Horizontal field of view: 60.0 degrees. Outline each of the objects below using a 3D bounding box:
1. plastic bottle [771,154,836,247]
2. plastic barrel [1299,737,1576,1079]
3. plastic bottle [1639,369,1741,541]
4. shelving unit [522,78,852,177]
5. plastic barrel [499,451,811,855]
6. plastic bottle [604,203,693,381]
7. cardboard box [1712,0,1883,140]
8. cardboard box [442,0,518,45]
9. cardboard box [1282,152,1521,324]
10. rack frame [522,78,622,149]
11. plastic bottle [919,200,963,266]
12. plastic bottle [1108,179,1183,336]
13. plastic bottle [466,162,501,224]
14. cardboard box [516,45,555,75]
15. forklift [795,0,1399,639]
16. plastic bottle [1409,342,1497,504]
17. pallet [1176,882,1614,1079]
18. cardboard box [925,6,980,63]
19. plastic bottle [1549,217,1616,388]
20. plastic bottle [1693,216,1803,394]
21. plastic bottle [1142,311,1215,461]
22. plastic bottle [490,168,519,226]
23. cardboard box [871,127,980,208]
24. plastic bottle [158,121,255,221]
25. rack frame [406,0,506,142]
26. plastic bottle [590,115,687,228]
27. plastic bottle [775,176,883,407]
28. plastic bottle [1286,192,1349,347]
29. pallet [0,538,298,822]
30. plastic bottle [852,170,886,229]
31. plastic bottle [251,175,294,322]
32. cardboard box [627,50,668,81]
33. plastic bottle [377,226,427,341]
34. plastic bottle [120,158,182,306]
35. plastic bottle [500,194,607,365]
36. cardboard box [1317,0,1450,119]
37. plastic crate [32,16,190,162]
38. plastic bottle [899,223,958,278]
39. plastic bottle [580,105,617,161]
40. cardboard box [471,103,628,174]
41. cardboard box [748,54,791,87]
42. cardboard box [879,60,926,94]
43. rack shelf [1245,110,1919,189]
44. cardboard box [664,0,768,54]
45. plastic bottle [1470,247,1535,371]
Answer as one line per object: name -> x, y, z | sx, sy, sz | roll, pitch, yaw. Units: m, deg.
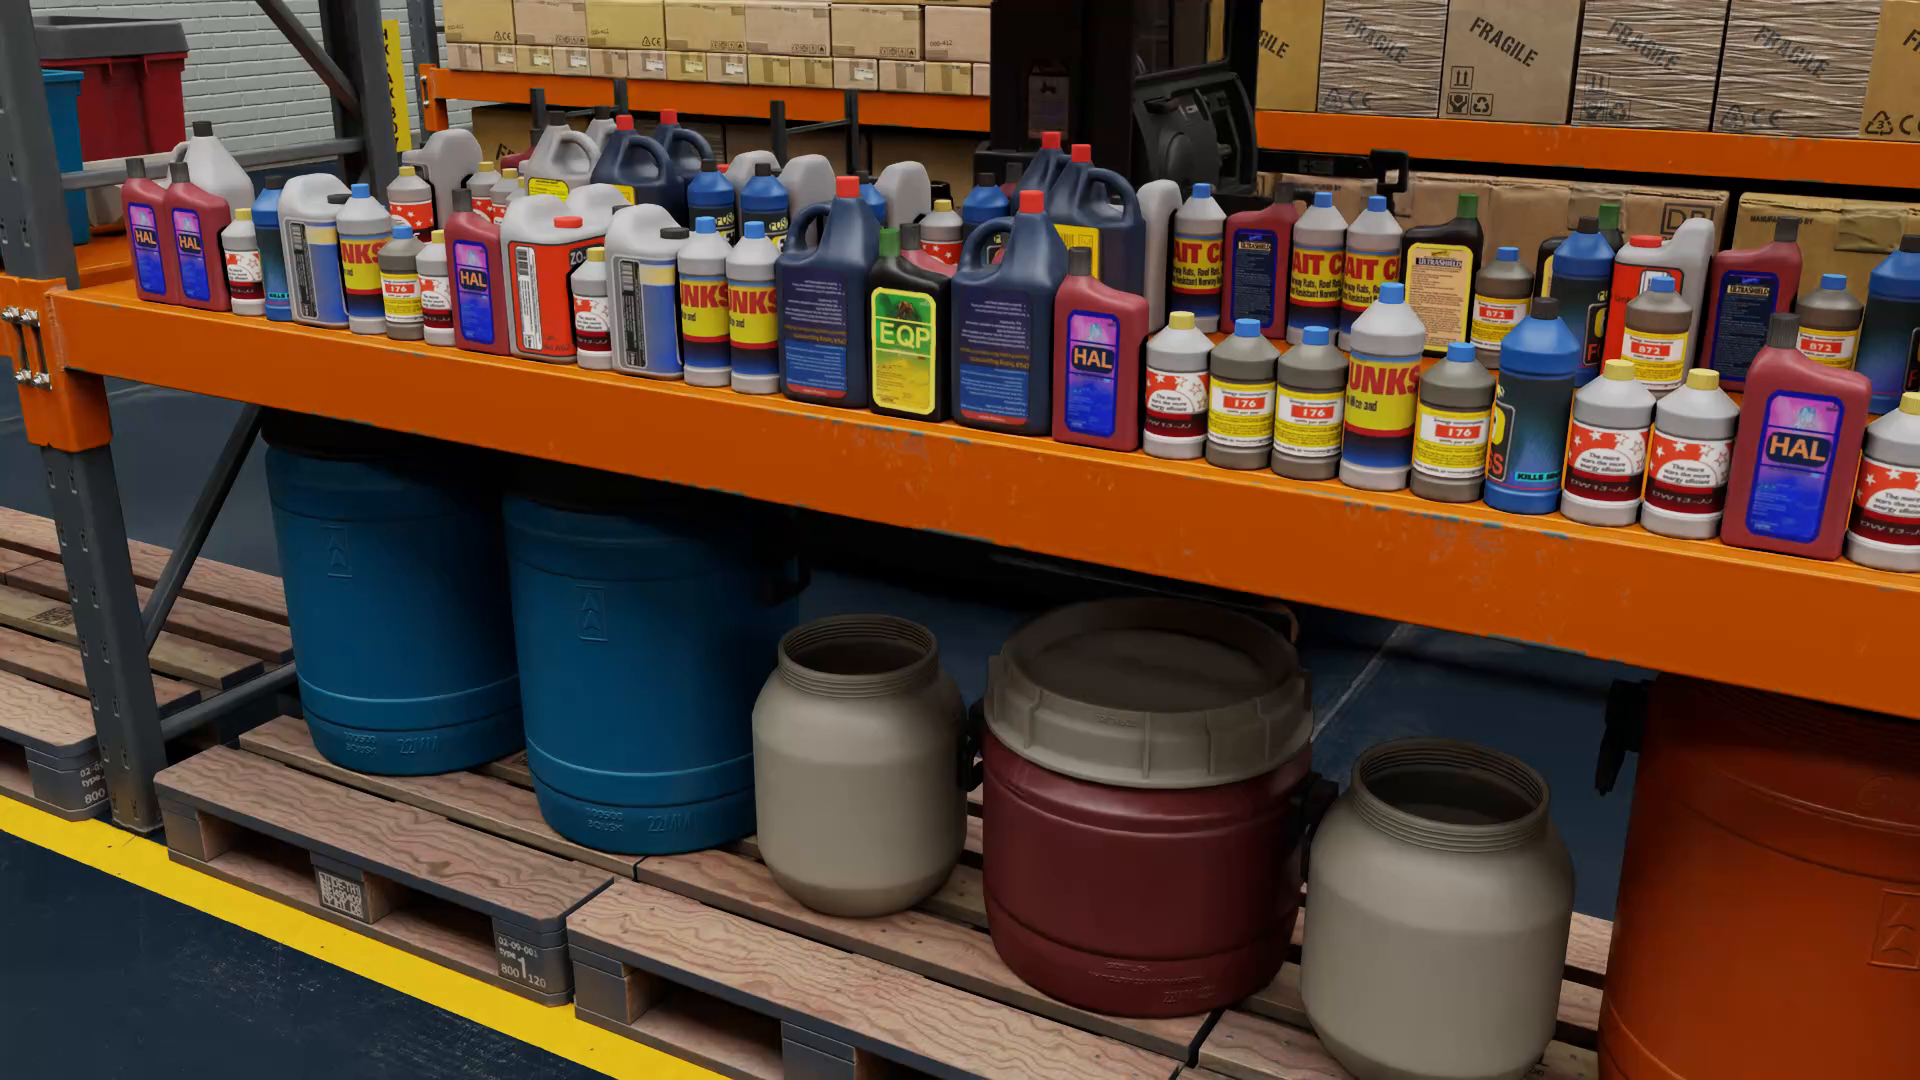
plastic bottle -> -0.352, -0.671, 3.498 | 0.135, 0.276, 0.152 | 11, 23, 27
plastic barrel -> 0.790, 0.628, 2.767 | 0.421, 0.512, 0.421 | 0, 20, 0
plastic bottle -> 0.907, -0.110, 2.061 | 0.097, 0.201, 0.097 | 0, 20, 0
shelving unit -> -0.964, -0.880, 6.092 | 1.048, 1.500, 0.538 | 10, 22, 26
plastic barrel -> -0.645, 0.137, 3.551 | 0.708, 0.901, 0.600 | 11, 23, 27
plastic bottle -> -0.501, -0.424, 2.818 | 0.135, 0.276, 0.152 | 11, 23, 27
cardboard box -> 3.193, -1.815, 6.323 | 0.500, 0.500, 0.500 | 11, 22, 27
cardboard box -> -2.520, -2.914, 9.284 | 0.500, 0.250, 0.500 | 10, 22, 26
cardboard box -> 2.034, -1.290, 7.522 | 0.875, 0.875, 1.225 | 10, 22, 25
rack frame -> -1.413, -0.962, 6.317 | 0.032, 1.500, 0.500 | 10, 22, 26
plastic bottle -> -0.035, -0.586, 3.373 | 0.097, 0.201, 0.097 | 0, 20, 0
plastic bottle -> 0.331, -0.541, 3.139 | 0.135, 0.276, 0.152 | 11, 23, 27
plastic bottle -> -1.114, -0.792, 3.940 | 0.097, 0.201, 0.097 | 0, 20, 0
cardboard box -> -2.210, -2.645, 9.127 | 0.250, 0.149, 0.380 | 10, 22, 26
forklift -> 0.872, -1.239, 4.982 | 3.031, 2.935, 1.130 | 10, 22, 26
plastic bottle -> 0.652, -0.159, 2.195 | 0.097, 0.201, 0.097 | 0, 20, 0
pallet -> 1.053, 0.992, 2.821 | 1.213, 0.211, 1.003 | 11, 23, 27
cardboard box -> 0.172, -2.405, 7.879 | 0.500, 0.250, 0.500 | 10, 22, 26
plastic bottle -> 1.020, -0.394, 2.742 | 0.097, 0.271, 0.097 | 0, 20, 0
plastic bottle -> 1.277, -0.382, 2.690 | 0.133, 0.283, 0.061 | 11, 23, 27
plastic bottle -> 0.312, -0.224, 2.374 | 0.097, 0.201, 0.097 | 0, 20, 0
plastic bottle -> -1.027, -0.751, 3.829 | 0.097, 0.201, 0.097 | 0, 20, 0
cardboard box -> 0.148, -1.672, 8.576 | 0.875, 0.875, 0.875 | 11, 23, 27
plastic bottle -> -1.546, -0.681, 3.415 | 0.185, 0.351, 0.144 | 11, 23, 27
rack frame -> -2.807, -3.005, 9.751 | 0.127, 3.000, 1.000 | 11, 23, 27
plastic bottle -> -0.677, -0.713, 3.505 | 0.185, 0.351, 0.144 | 11, 23, 27
plastic bottle -> -0.194, -0.399, 2.639 | 0.185, 0.351, 0.144 | 11, 23, 27
plastic bottle -> 0.647, -0.489, 3.004 | 0.097, 0.271, 0.097 | 0, 20, 0
pallet -> -2.391, 0.335, 4.633 | 1.213, 0.211, 1.003 | 11, 23, 27
plastic bottle -> -0.194, -0.590, 3.281 | 0.097, 0.271, 0.097 | 0, 20, 0
plastic bottle -> -1.307, -0.565, 3.212 | 0.097, 0.271, 0.097 | 0, 20, 0
cardboard box -> -1.534, -2.517, 8.773 | 0.250, 0.149, 0.380 | 11, 22, 27
plastic bottle -> -1.020, -0.477, 3.073 | 0.097, 0.201, 0.097 | 0, 20, 0
plastic bottle -> -1.618, -0.623, 3.354 | 0.133, 0.283, 0.061 | 11, 23, 27
plastic bottle -> -0.704, -0.463, 2.924 | 0.135, 0.276, 0.152 | 11, 23, 27
cardboard box -> 1.841, -2.069, 7.025 | 0.500, 0.500, 0.500 | 10, 22, 26
plastic crate -> -2.387, -1.147, 4.446 | 0.583, 0.464, 0.402 | 11, 23, 27
plastic bottle -> -0.045, -0.347, 2.594 | 0.133, 0.283, 0.061 | 11, 23, 27
plastic bottle -> -0.768, -0.787, 3.708 | 0.185, 0.351, 0.144 | 11, 23, 27
cardboard box -> -2.209, -2.121, 9.814 | 0.875, 0.875, 0.875 | 11, 23, 27
cardboard box -> -0.863, -2.389, 8.420 | 0.250, 0.149, 0.380 | 10, 22, 26
cardboard box -> -0.190, -2.261, 8.067 | 0.250, 0.149, 0.380 | 10, 22, 26
rack shelf -> 2.431, -1.669, 7.123 | 4.000, 0.370, 1.077 | 11, 23, 27
cardboard box -> -1.167, -2.660, 8.583 | 0.500, 0.250, 0.500 | 10, 22, 26
plastic bottle -> 0.933, -0.402, 2.865 | 0.097, 0.201, 0.097 | 0, 20, 0
